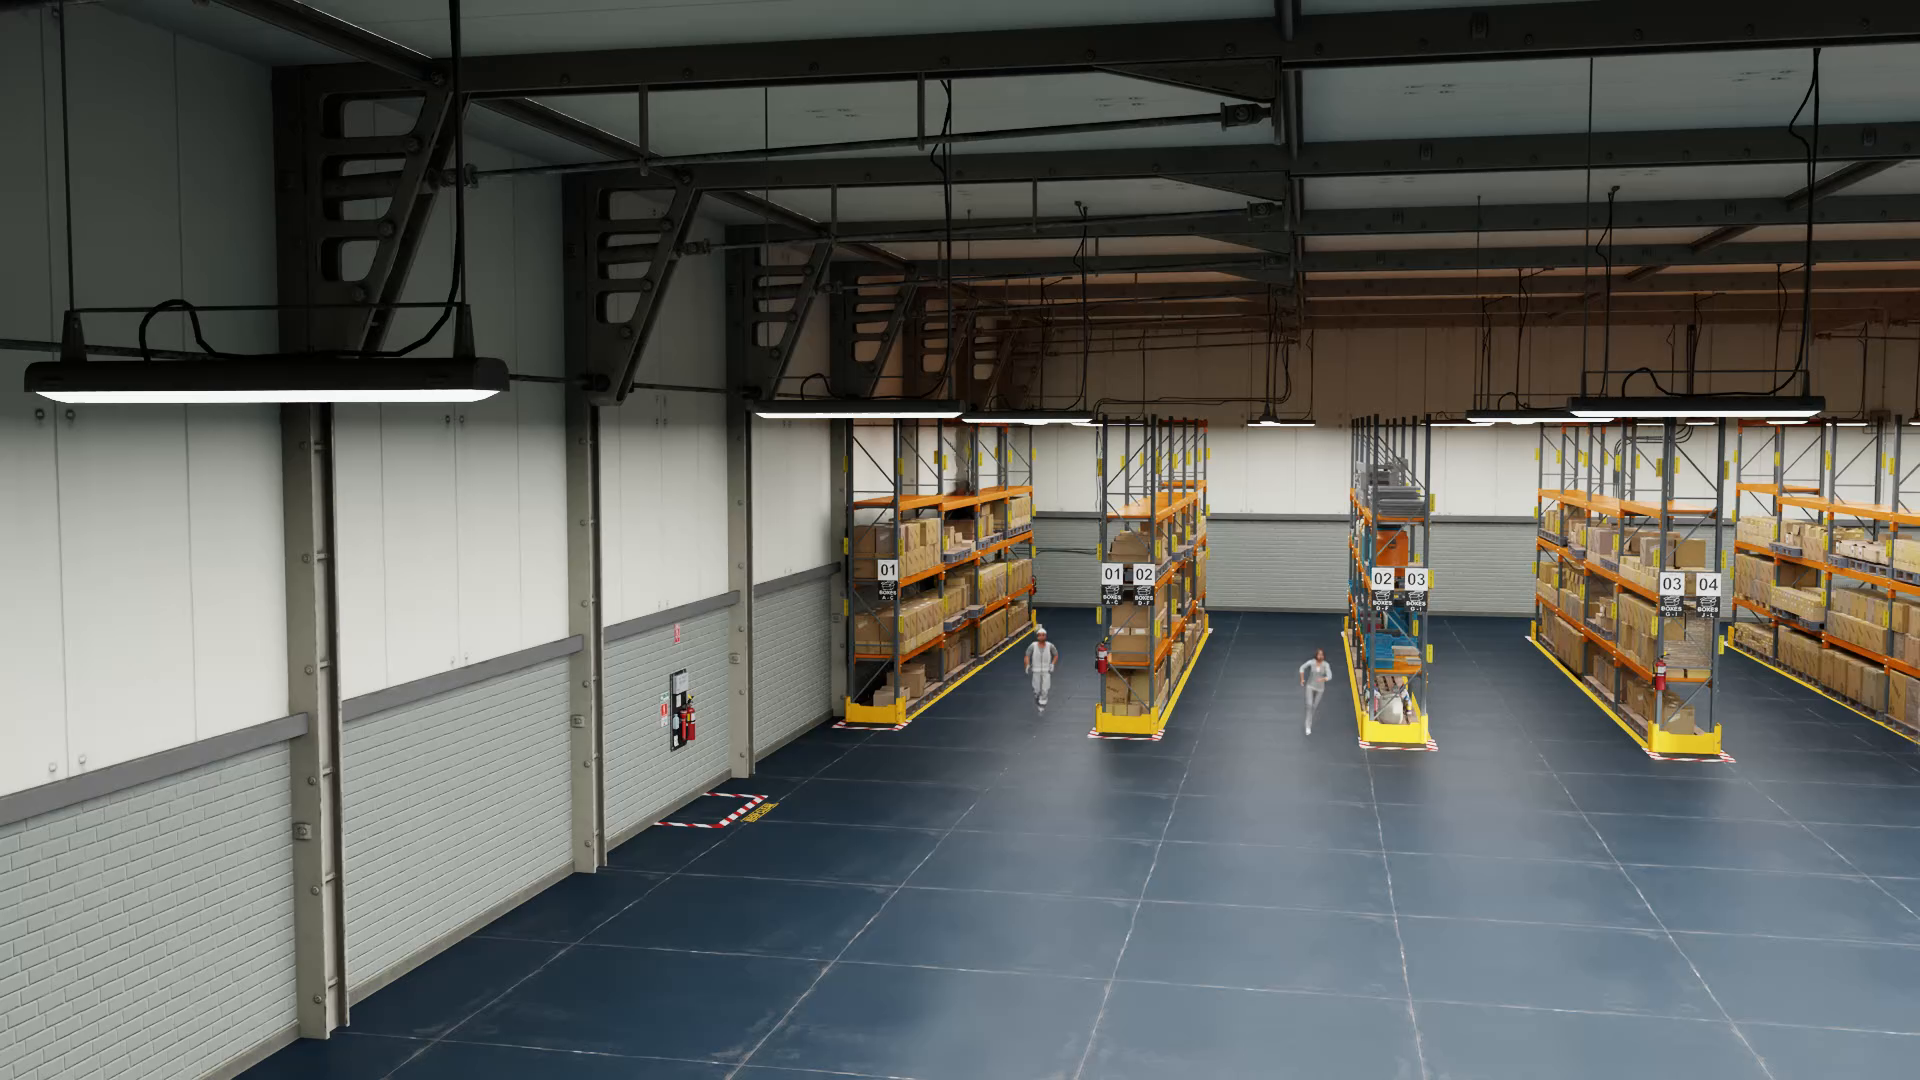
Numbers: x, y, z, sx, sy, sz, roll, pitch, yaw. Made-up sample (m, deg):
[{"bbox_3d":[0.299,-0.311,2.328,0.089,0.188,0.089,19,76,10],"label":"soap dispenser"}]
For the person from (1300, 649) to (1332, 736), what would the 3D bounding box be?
[{"bbox_3d":[6.729,2.854,31.459,0.563,1.626,0.802,0,4,2],"label":"person"}]

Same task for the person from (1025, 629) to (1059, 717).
[{"bbox_3d":[1.642,2.646,33.347,0.670,1.752,0.600,0,4,1],"label":"person"}]
